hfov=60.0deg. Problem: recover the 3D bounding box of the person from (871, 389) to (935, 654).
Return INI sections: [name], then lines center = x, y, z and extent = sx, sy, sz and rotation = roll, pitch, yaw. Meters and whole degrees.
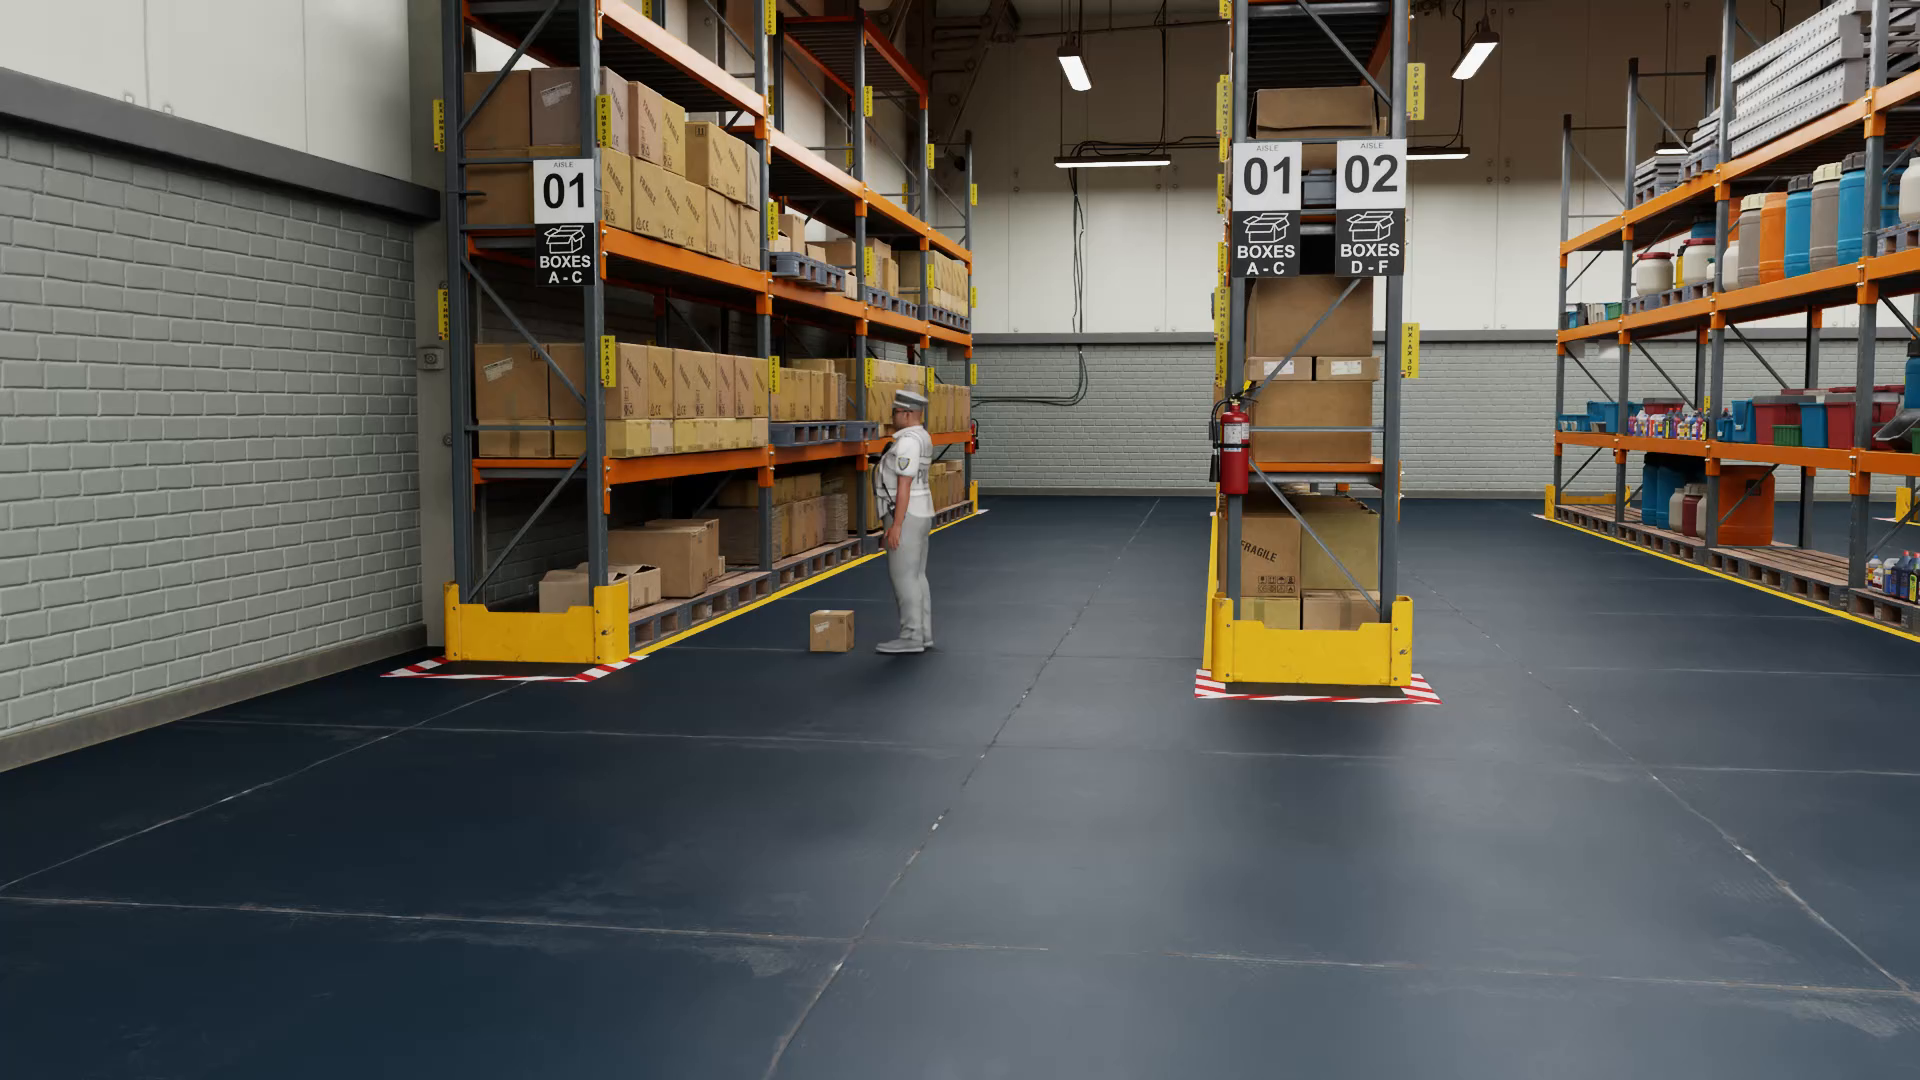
[person]
center = -0.378, -0.122, 11.176
extent = 0.394, 1.774, 0.530
rotation = 1, 4, 9
